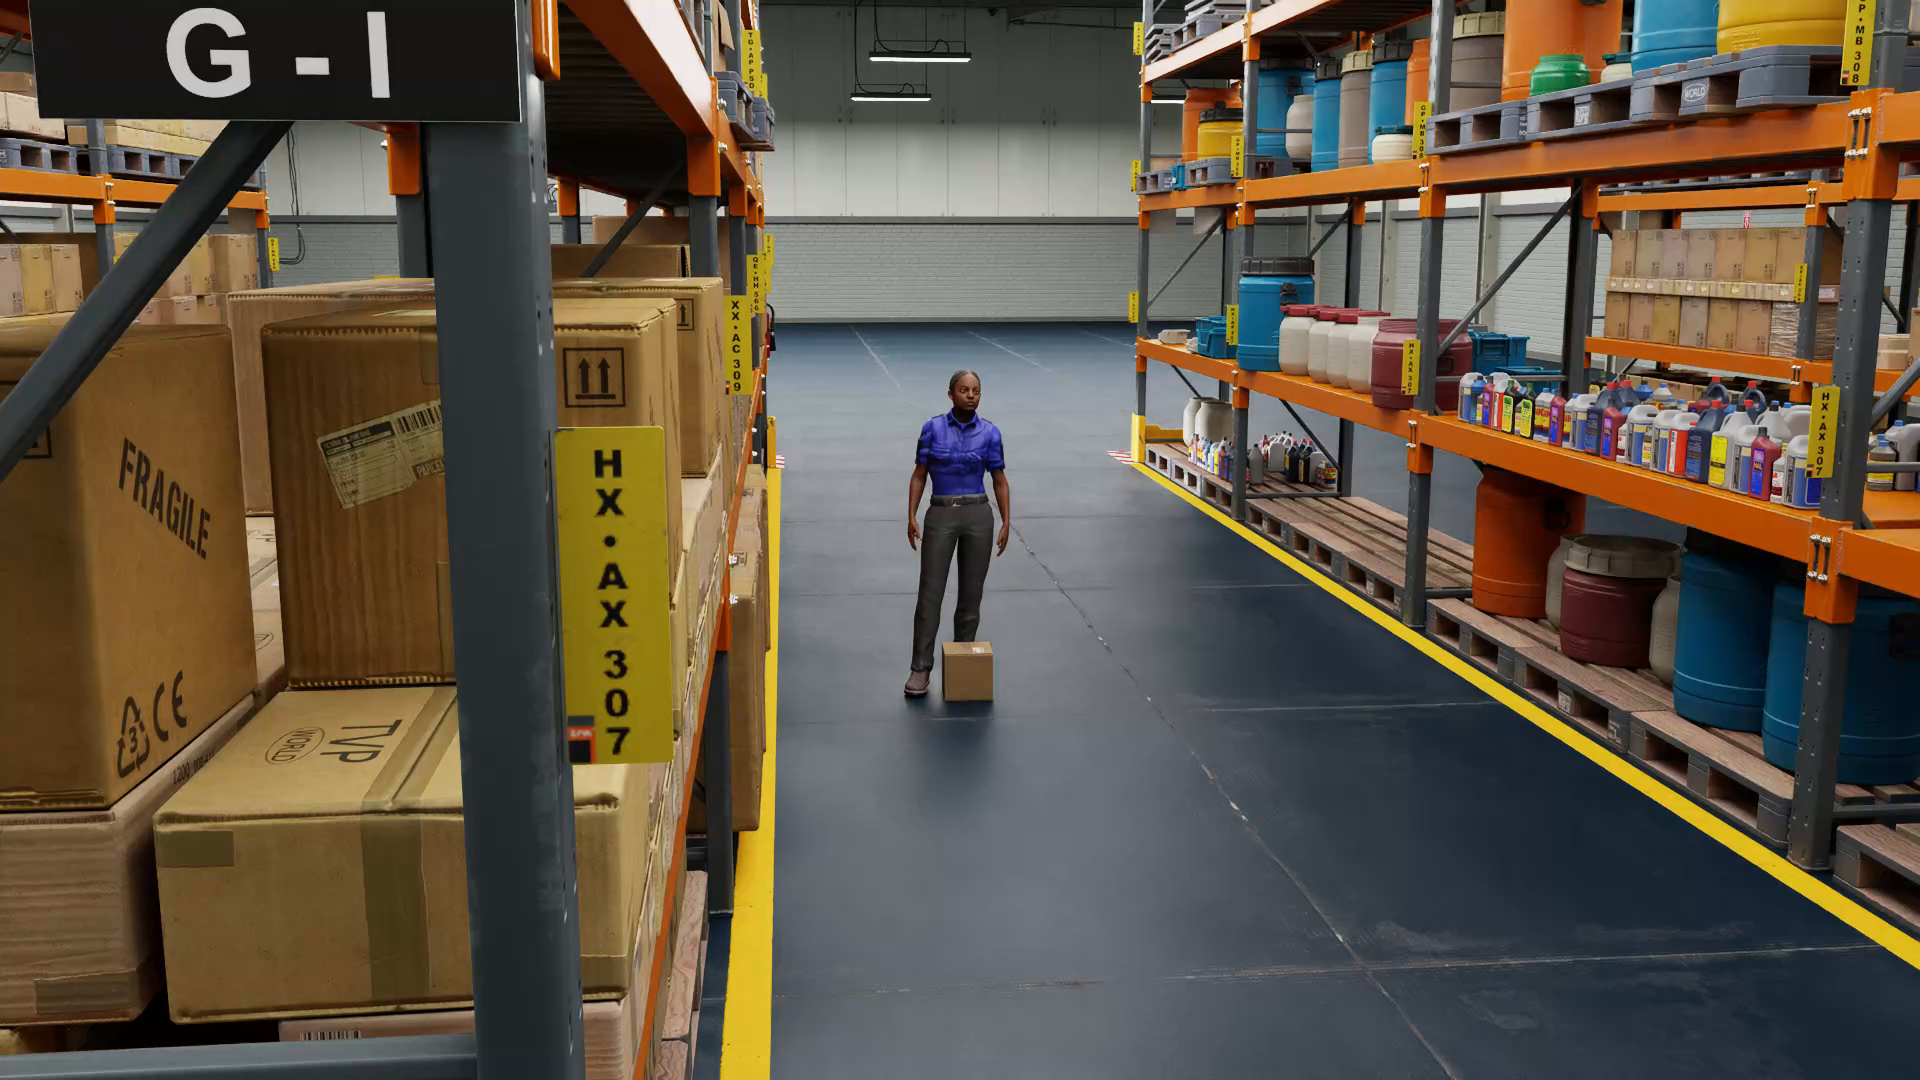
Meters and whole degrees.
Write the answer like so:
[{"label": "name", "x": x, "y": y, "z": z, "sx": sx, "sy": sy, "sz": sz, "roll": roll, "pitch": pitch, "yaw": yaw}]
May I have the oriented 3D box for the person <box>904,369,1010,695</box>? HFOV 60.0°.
[{"label": "person", "x": -0.017, "y": -0.051, "z": 8.658, "sx": 0.569, "sy": 1.656, "sz": 0.503, "roll": -1, "pitch": 10, "yaw": -3}]
